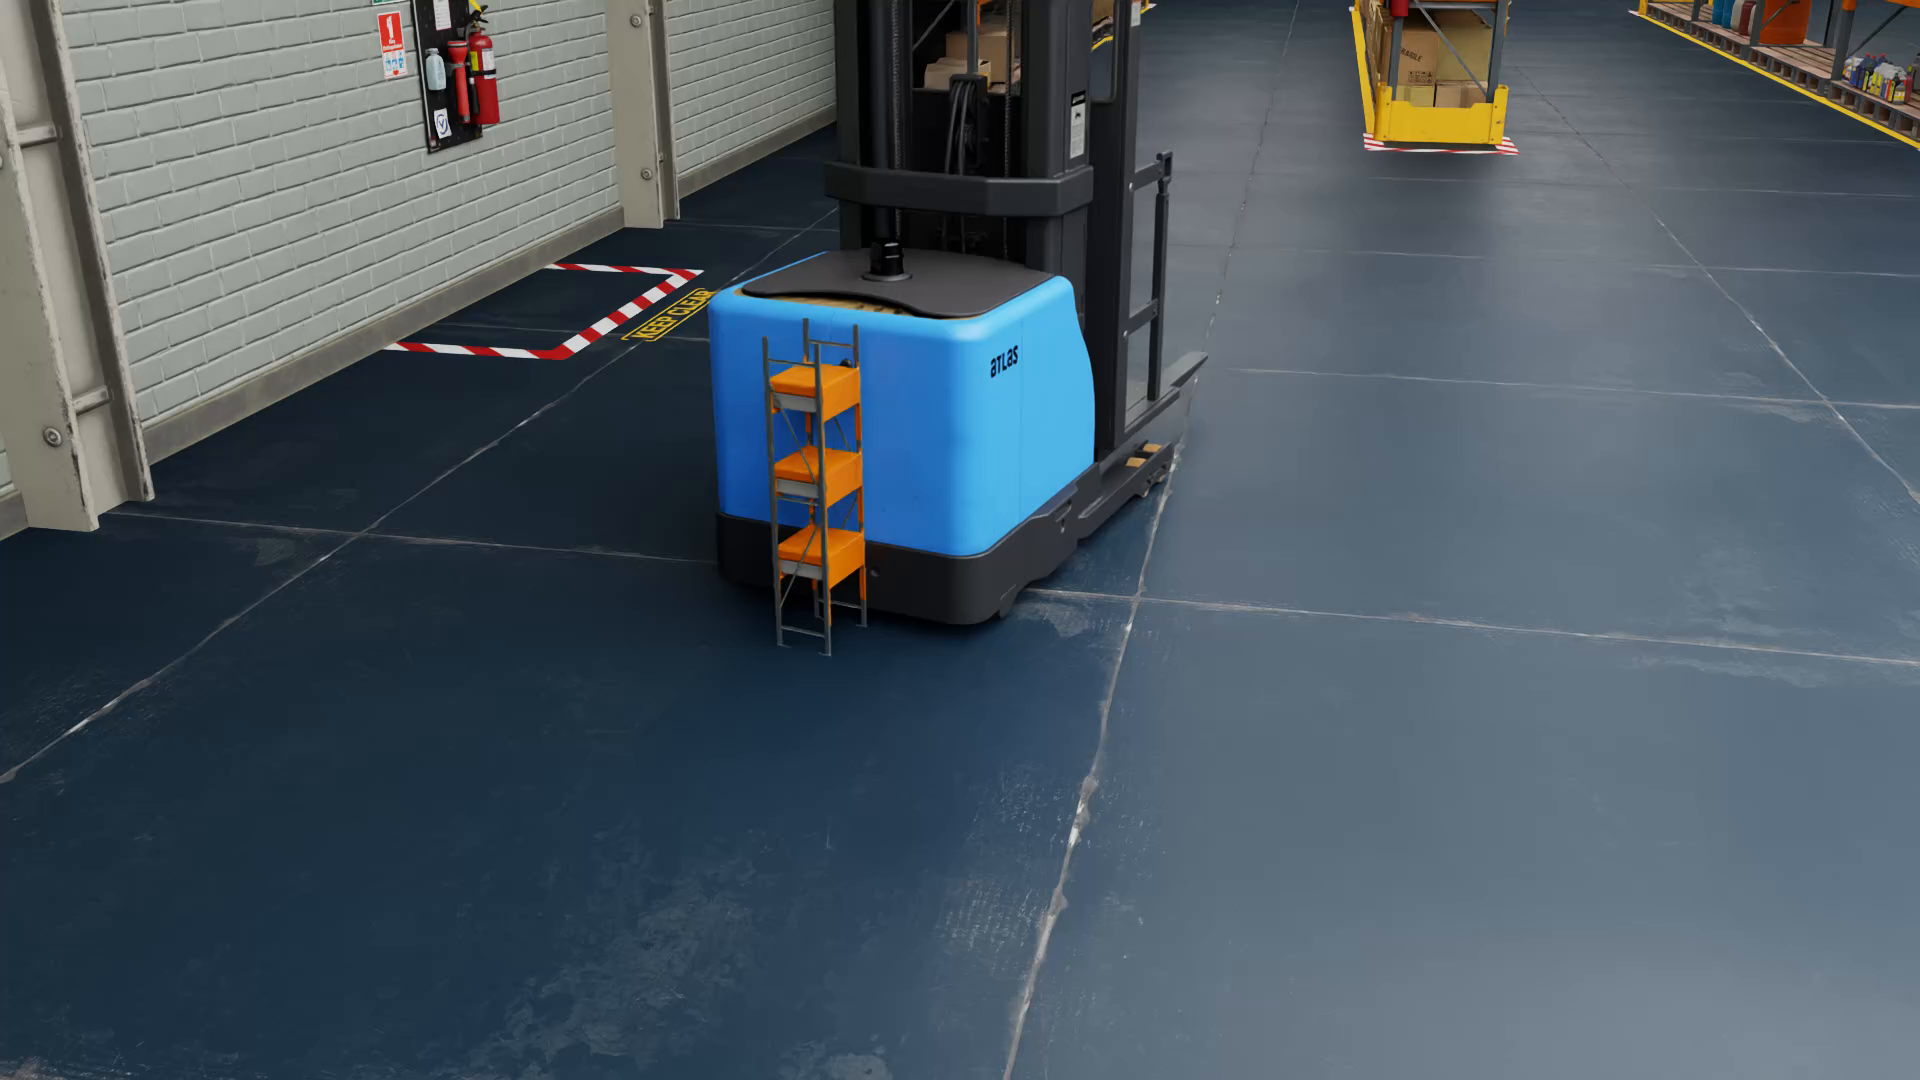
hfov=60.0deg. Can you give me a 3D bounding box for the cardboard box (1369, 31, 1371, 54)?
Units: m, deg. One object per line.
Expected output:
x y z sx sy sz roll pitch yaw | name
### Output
5.461 -6.311 21.128 0.500 0.250 0.500 5 22 12 | cardboard box

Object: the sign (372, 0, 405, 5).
-2.995 -2.870 8.706 0.001 0.109 0.331 4 22 11 | sign

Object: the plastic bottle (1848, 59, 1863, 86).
9.661 -5.019 17.857 0.152 0.276 0.135 5 23 13 | plastic bottle

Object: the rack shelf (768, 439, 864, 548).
-0.460 -0.153 5.355 0.215 0.259 0.240 10 24 24 | rack shelf

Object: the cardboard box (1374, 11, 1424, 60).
4.741 -5.416 17.901 0.500 0.500 0.500 4 22 11 | cardboard box

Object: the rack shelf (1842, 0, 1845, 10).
10.602 -6.679 19.886 1.077 0.370 4.000 4 22 11 | rack shelf

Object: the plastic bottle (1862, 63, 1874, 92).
9.510 -4.836 17.392 0.061 0.283 0.133 5 23 13 | plastic bottle

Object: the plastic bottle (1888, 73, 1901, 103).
9.329 -4.512 16.588 0.061 0.283 0.133 5 22 12 | plastic bottle

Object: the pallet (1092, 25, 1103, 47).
1.546 -7.489 24.665 1.003 0.211 1.213 4 22 11 | pallet

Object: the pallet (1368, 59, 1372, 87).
5.458 -5.639 20.073 1.003 0.211 1.213 4 22 11 | pallet

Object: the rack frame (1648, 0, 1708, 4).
12.643 -10.670 28.832 1.000 3.000 0.127 4 22 11 | rack frame

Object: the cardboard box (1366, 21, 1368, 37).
5.767 -6.873 22.524 0.500 0.250 0.500 4 22 11 | cardboard box

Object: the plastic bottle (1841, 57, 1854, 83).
9.700 -5.137 18.156 0.097 0.271 0.097 0 22 0 | plastic bottle

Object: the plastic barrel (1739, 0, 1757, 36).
11.324 -7.414 23.412 0.600 0.588 0.708 4 22 11 | plastic barrel

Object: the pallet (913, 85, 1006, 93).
-0.105 -4.603 17.499 1.003 0.211 1.213 4 22 11 | pallet

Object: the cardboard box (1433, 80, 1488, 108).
4.857 -4.296 16.124 0.500 0.250 0.500 4 22 11 | cardboard box

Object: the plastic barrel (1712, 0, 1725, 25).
11.699 -8.231 25.022 0.600 0.901 0.708 4 22 11 | plastic barrel

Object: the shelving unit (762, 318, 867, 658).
-0.460 -0.163 5.351 0.215 1.050 0.252 10 24 24 | shelving unit

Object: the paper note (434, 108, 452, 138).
-2.894 -2.332 9.309 0.016 0.148 0.142 4 22 11 | paper note

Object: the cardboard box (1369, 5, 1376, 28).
5.562 -6.755 21.478 0.500 0.311 0.500 4 22 9 | cardboard box

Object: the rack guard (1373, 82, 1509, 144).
4.525 -4.029 15.689 1.175 0.500 0.348 4 22 11 | rack guard

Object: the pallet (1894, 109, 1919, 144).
9.518 -3.853 15.638 1.003 0.211 1.213 4 22 11 | pallet

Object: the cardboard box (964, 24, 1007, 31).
0.323 -5.699 19.245 0.500 0.500 0.500 3 22 7 | cardboard box

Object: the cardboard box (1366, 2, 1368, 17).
6.543 -8.276 25.646 0.500 0.500 0.500 5 22 12 | cardboard box

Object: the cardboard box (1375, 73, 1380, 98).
4.440 -4.519 16.678 0.500 0.250 0.500 4 22 11 | cardboard box

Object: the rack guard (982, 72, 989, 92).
-0.305 -4.442 16.714 1.175 0.500 0.348 4 22 11 | rack guard

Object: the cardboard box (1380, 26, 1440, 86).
4.348 -4.684 16.082 0.500 0.500 0.500 4 22 11 | cardboard box

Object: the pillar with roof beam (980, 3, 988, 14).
4.414 -10.545 20.490 9.100 9.000 0.400 4 22 11 | pillar with roof beam

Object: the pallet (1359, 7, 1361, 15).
7.617 -9.436 29.501 1.003 0.211 1.213 4 22 11 | pallet

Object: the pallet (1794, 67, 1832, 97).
10.316 -5.278 19.177 1.003 0.211 1.213 4 22 11 | pallet

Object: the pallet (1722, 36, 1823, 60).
11.130 -6.742 22.812 1.003 0.211 1.213 4 22 11 | pallet

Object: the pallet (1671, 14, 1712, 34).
11.938 -8.186 26.396 1.003 0.211 1.213 4 22 11 | pallet

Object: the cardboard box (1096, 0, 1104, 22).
1.775 -8.276 25.203 0.750 0.750 0.750 4 22 11 | cardboard box

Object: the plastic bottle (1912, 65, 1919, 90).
10.155 -4.897 17.553 0.152 0.276 0.135 4 22 11 | plastic bottle

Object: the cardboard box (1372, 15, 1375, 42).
5.248 -6.201 20.102 0.500 0.311 0.500 5 22 12 | cardboard box

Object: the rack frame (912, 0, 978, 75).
-0.321 -5.574 16.178 1.000 3.000 0.127 4 22 11 | rack frame

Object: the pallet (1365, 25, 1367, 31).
6.849 -7.992 25.916 1.003 0.211 1.213 4 22 11 | pallet

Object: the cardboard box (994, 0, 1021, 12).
0.716 -6.861 21.127 0.500 0.250 0.500 4 22 10 | cardboard box

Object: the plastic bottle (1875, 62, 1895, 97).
9.460 -4.701 16.967 0.144 0.351 0.185 5 23 13 | plastic bottle

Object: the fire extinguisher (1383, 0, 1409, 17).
4.051 -5.154 15.239 0.296 0.674 0.183 4 22 11 | fire extinguisher

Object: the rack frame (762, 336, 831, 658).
-0.513 -0.121 5.249 0.200 1.050 0.008 10 24 24 | rack frame

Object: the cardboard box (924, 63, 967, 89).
-0.092 -4.777 17.209 0.500 0.311 0.500 2 22 5 | cardboard box

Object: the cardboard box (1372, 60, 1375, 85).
4.740 -5.068 18.041 0.500 0.250 0.500 4 22 11 | cardboard box

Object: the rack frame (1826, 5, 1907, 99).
10.194 -6.281 17.935 1.000 3.000 0.127 4 22 11 | rack frame

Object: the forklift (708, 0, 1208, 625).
0.235 -1.594 6.388 1.130 2.935 3.031 10 24 24 | forklift

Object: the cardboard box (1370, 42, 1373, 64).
5.146 -5.754 19.743 0.500 0.250 0.500 4 22 10 | cardboard box

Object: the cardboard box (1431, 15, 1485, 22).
5.165 -5.192 17.345 0.500 0.500 0.500 4 22 11 | cardboard box
